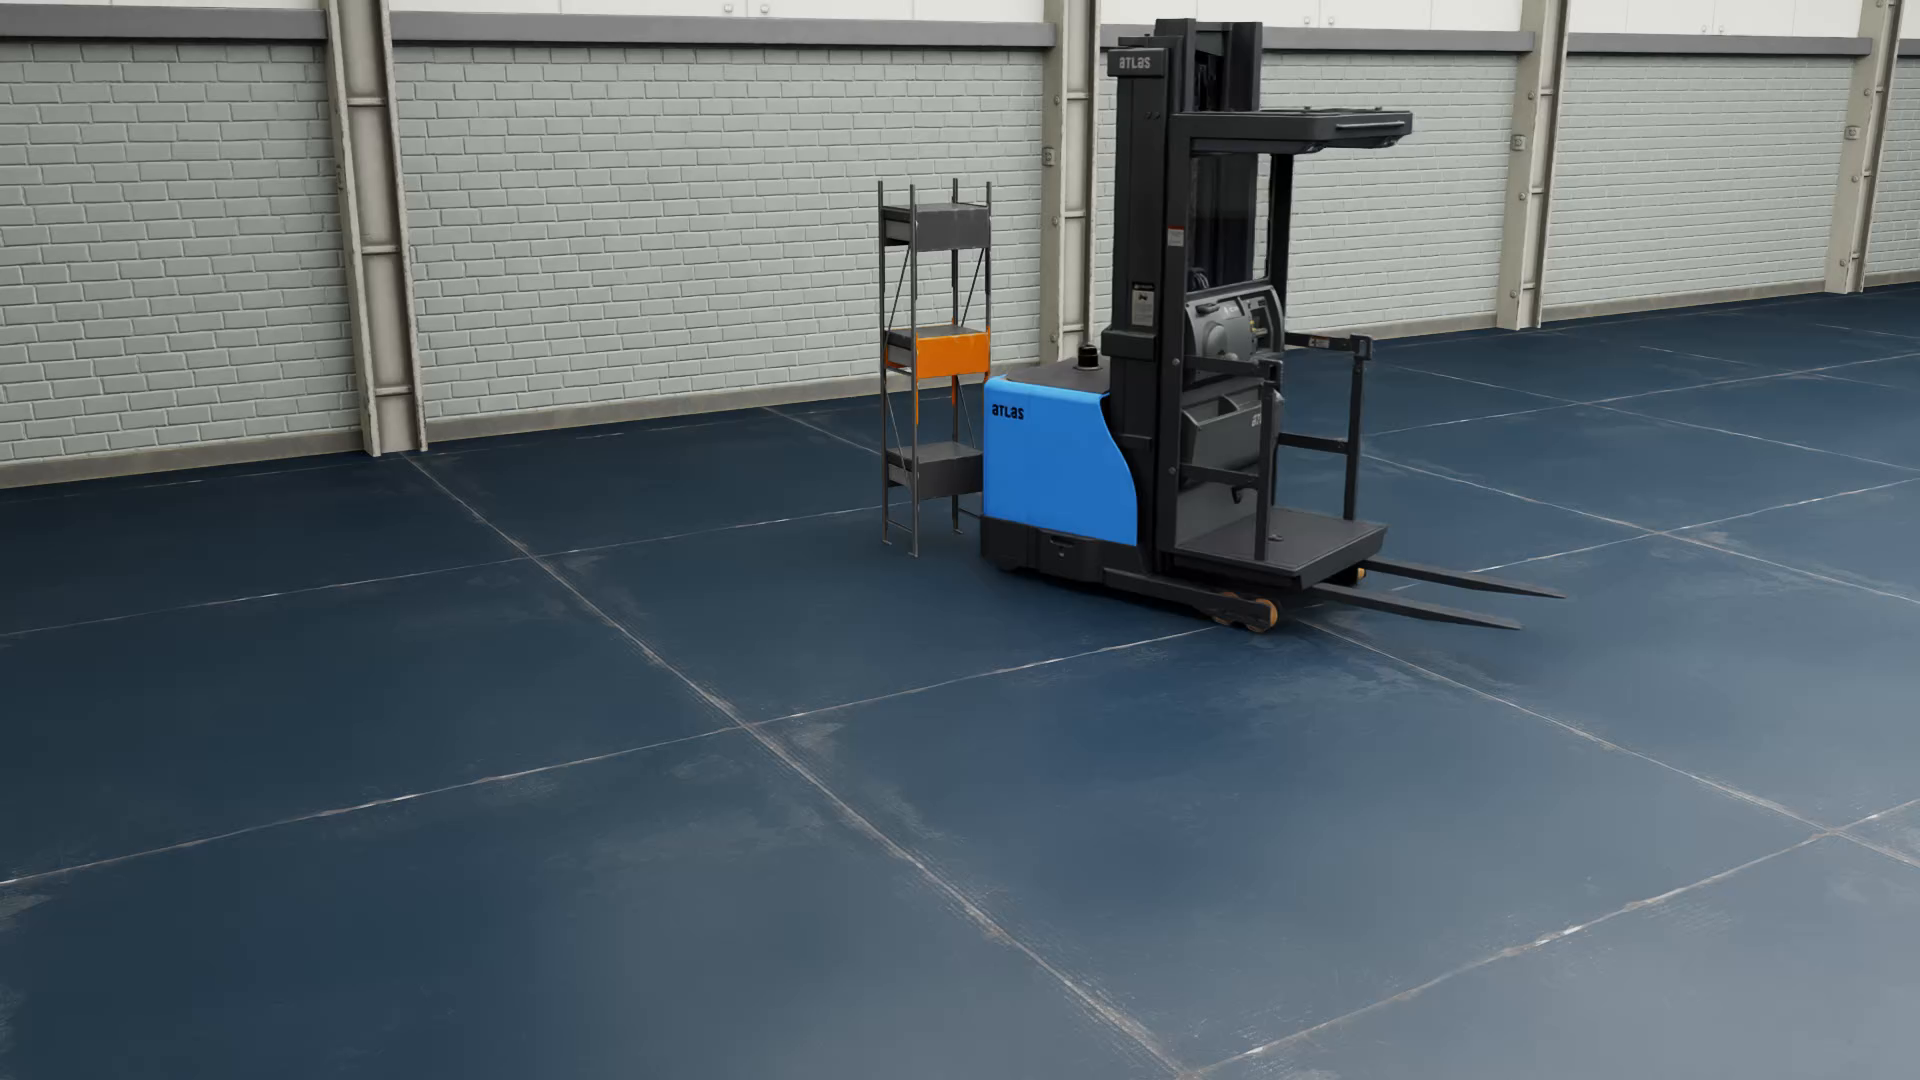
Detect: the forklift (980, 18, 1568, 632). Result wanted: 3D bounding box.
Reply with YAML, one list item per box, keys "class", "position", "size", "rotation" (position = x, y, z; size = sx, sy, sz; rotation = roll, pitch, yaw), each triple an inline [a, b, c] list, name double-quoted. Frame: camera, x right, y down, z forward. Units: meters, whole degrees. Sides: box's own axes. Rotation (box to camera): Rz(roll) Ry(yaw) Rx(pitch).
- class: "forklift"
  position: [1.584, -1.113, 8.450]
  size: [3.031, 2.935, 1.130]
  rotation: [12, 20, 37]

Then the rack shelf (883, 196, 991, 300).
- class: "rack shelf"
  position: [-0.142, -1.649, 9.359]
  size: [0.480, 0.518, 0.431]
  rotation: [-9, 18, -30]

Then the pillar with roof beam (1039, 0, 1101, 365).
- class: "pillar with roof beam"
  position: [3.189, -4.839, 10.501]
  size: [0.400, 9.000, 9.100]
  rotation: [-9, 18, -30]

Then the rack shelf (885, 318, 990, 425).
- class: "rack shelf"
  position: [-0.142, -0.975, 9.548]
  size: [0.480, 0.518, 0.431]
  rotation: [-9, 18, -30]

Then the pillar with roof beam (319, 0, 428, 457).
- class: "pillar with roof beam"
  position: [-1.954, -4.005, 7.525]
  size: [0.400, 9.000, 9.100]
  rotation: [-9, 18, -30]

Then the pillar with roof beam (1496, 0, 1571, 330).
- class: "pillar with roof beam"
  position: [8.332, -5.673, 13.476]
  size: [0.400, 9.000, 9.100]
  rotation: [-9, 18, -30]

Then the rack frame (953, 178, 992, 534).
- class: "rack frame"
  position: [0.067, -1.022, 9.665]
  size: [0.015, 2.100, 0.400]
  rotation: [-9, 18, -30]

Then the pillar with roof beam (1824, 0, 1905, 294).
- class: "pillar with roof beam"
  position: [13.475, -6.507, 16.451]
  size: [0.400, 9.000, 9.100]
  rotation: [-9, 18, -30]

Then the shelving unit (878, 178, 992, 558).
- class: "shelving unit"
  position: [-0.142, -0.988, 9.544]
  size: [0.503, 2.100, 0.431]
  rotation: [-9, 18, -30]

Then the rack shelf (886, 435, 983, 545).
- class: "rack shelf"
  position: [-0.142, -0.301, 9.737]
  size: [0.480, 0.518, 0.431]
  rotation: [-9, 18, -30]

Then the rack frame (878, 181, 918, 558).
- class: "rack frame"
  position: [-0.351, -0.954, 9.423]
  size: [0.015, 2.100, 0.400]
  rotation: [-9, 18, -30]
